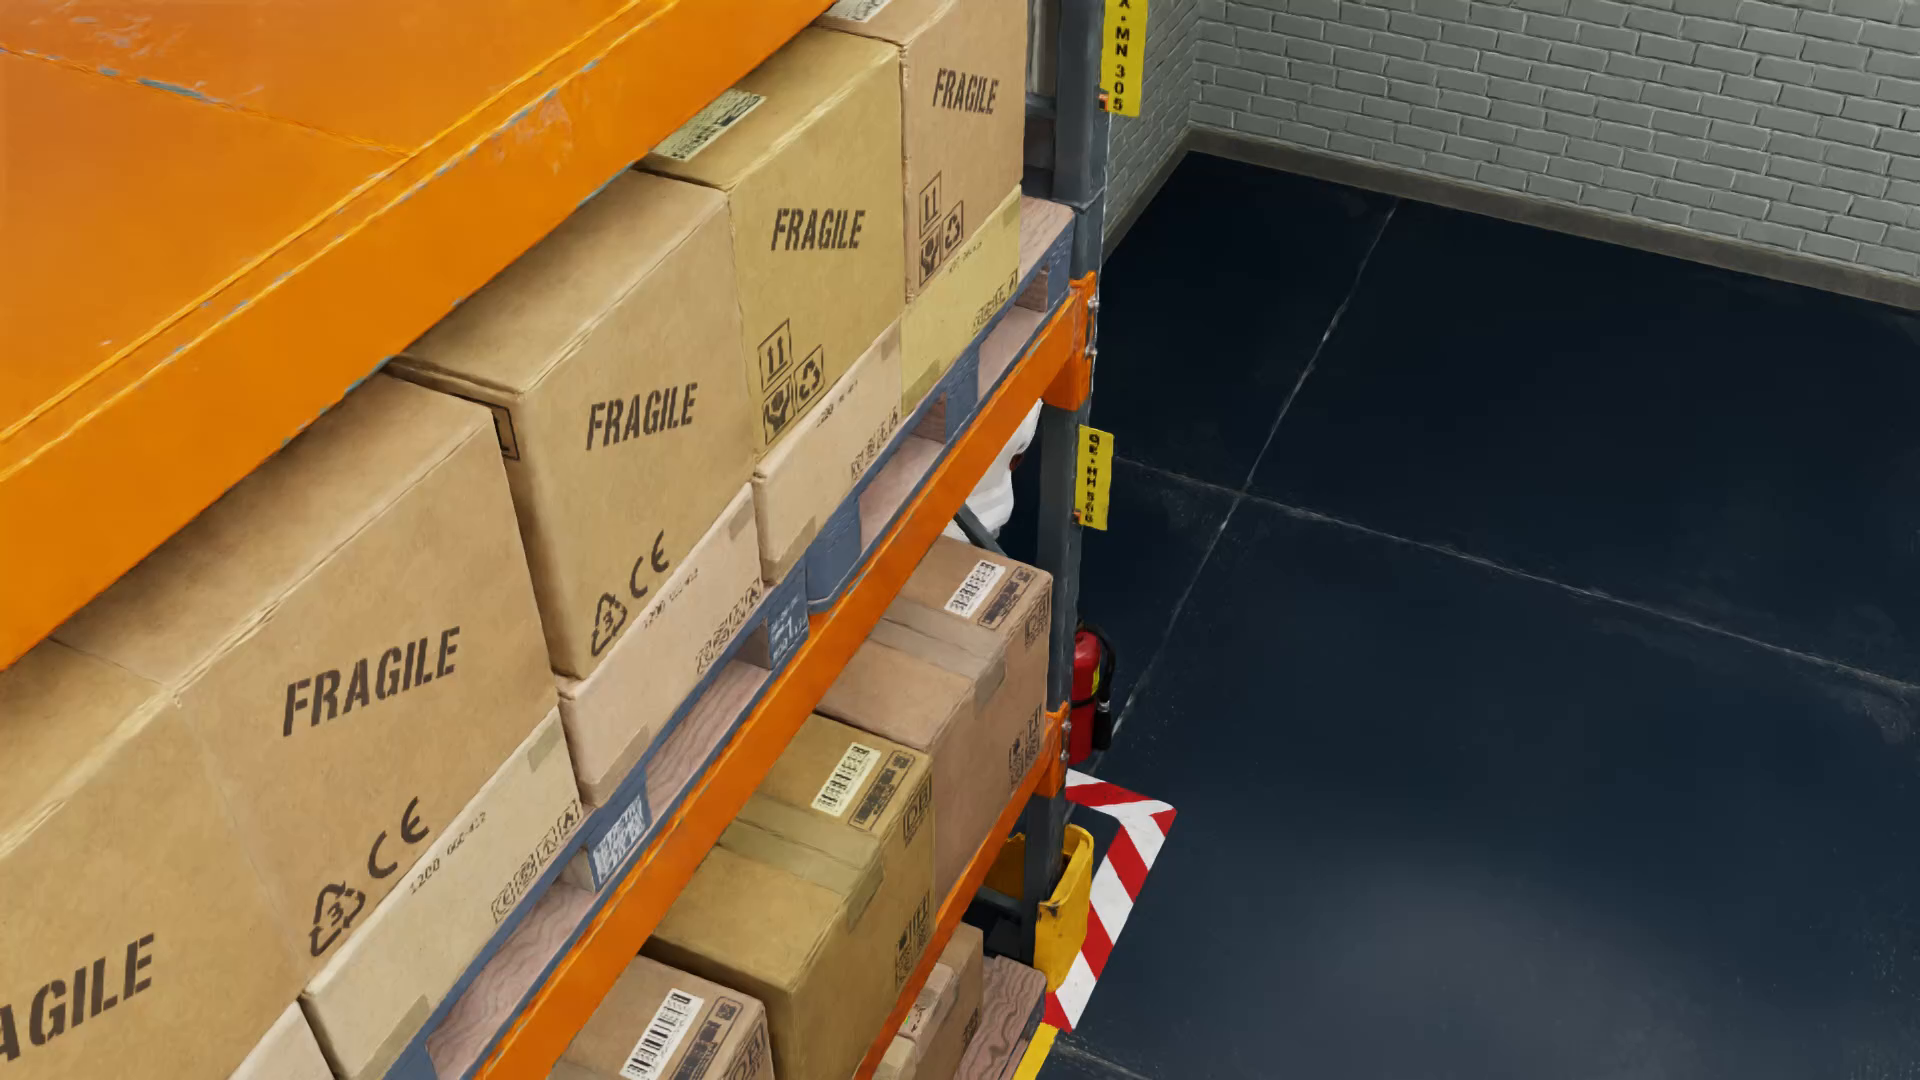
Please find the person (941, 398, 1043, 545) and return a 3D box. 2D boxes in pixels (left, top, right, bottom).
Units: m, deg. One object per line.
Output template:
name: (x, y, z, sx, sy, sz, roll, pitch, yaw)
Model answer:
person: (-0.021, -0.080, 6.229, 0.649, 1.756, 0.438, -27, 48, -27)
